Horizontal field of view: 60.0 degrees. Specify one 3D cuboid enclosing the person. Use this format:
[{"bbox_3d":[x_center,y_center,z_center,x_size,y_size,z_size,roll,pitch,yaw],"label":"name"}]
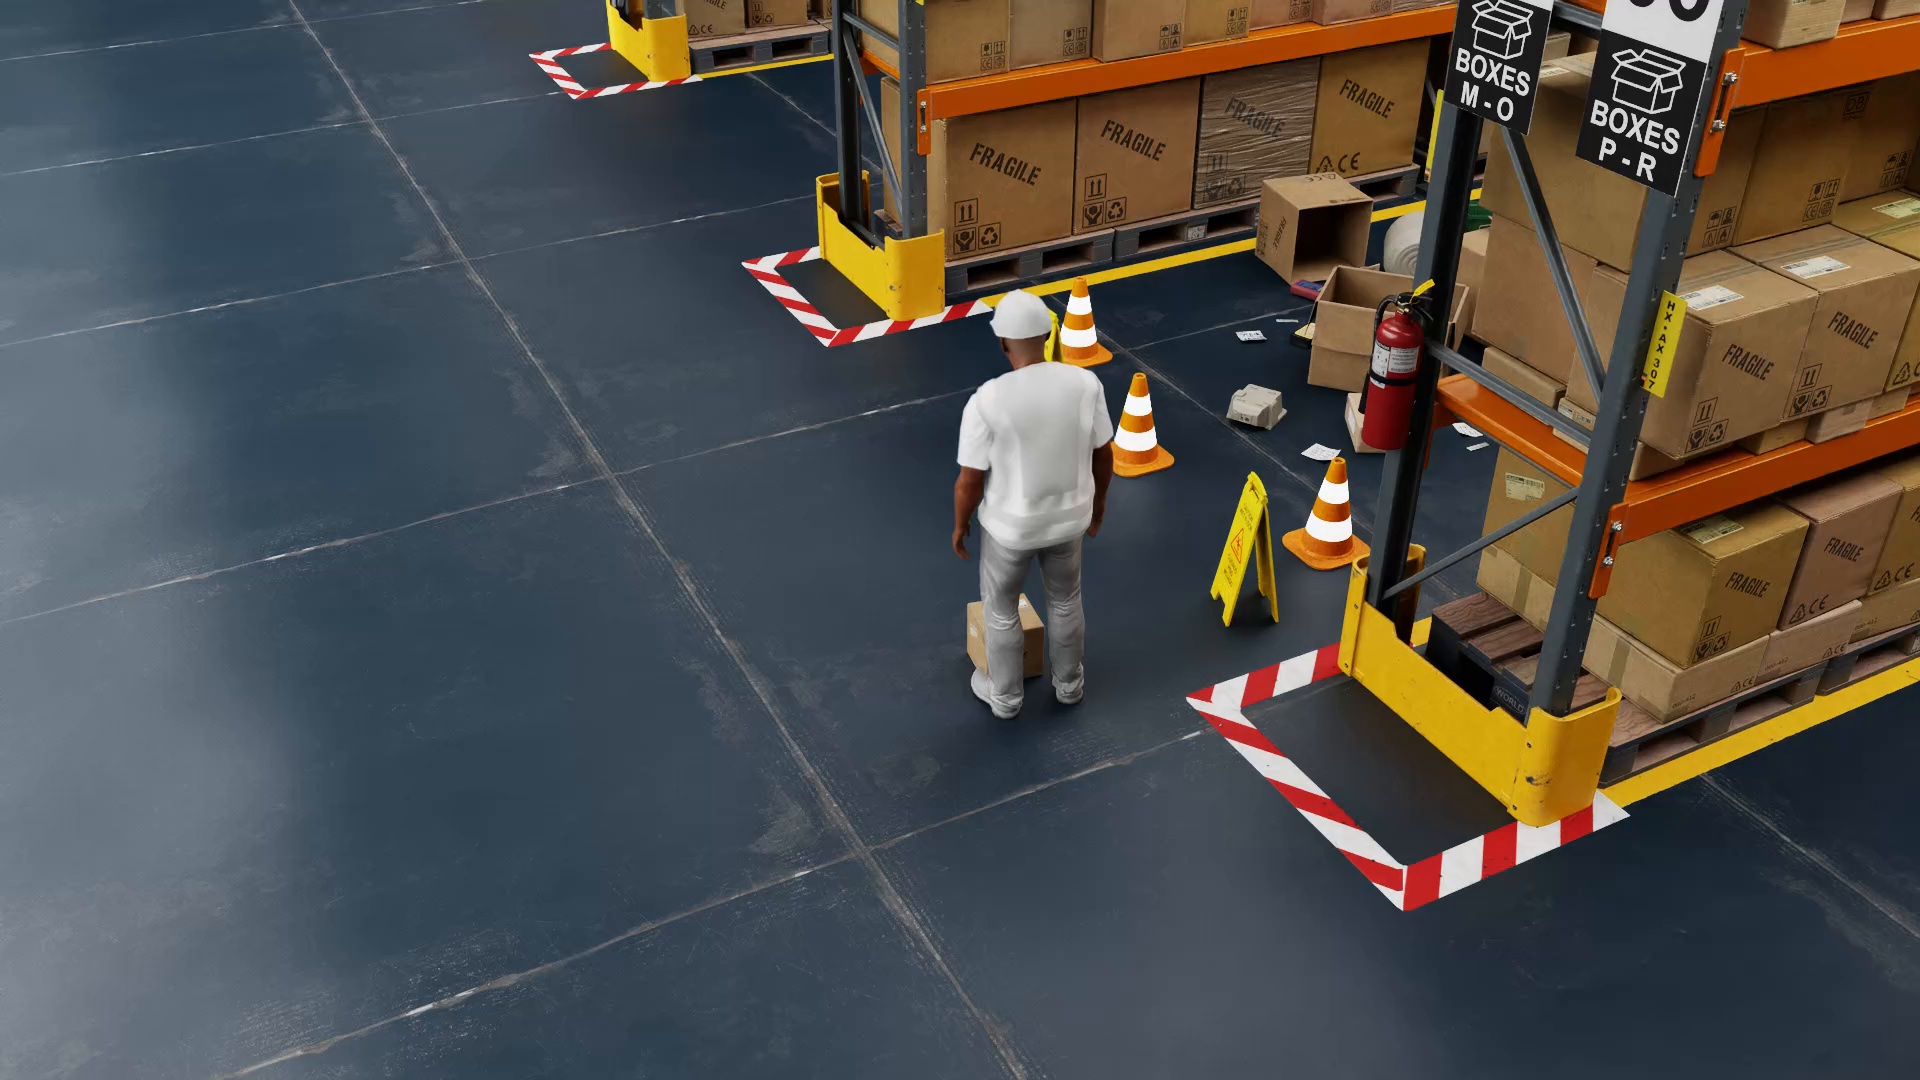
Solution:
[{"bbox_3d":[0.267,-0.105,6.285,0.629,1.761,0.457,-10,34,-15],"label":"person"}]
